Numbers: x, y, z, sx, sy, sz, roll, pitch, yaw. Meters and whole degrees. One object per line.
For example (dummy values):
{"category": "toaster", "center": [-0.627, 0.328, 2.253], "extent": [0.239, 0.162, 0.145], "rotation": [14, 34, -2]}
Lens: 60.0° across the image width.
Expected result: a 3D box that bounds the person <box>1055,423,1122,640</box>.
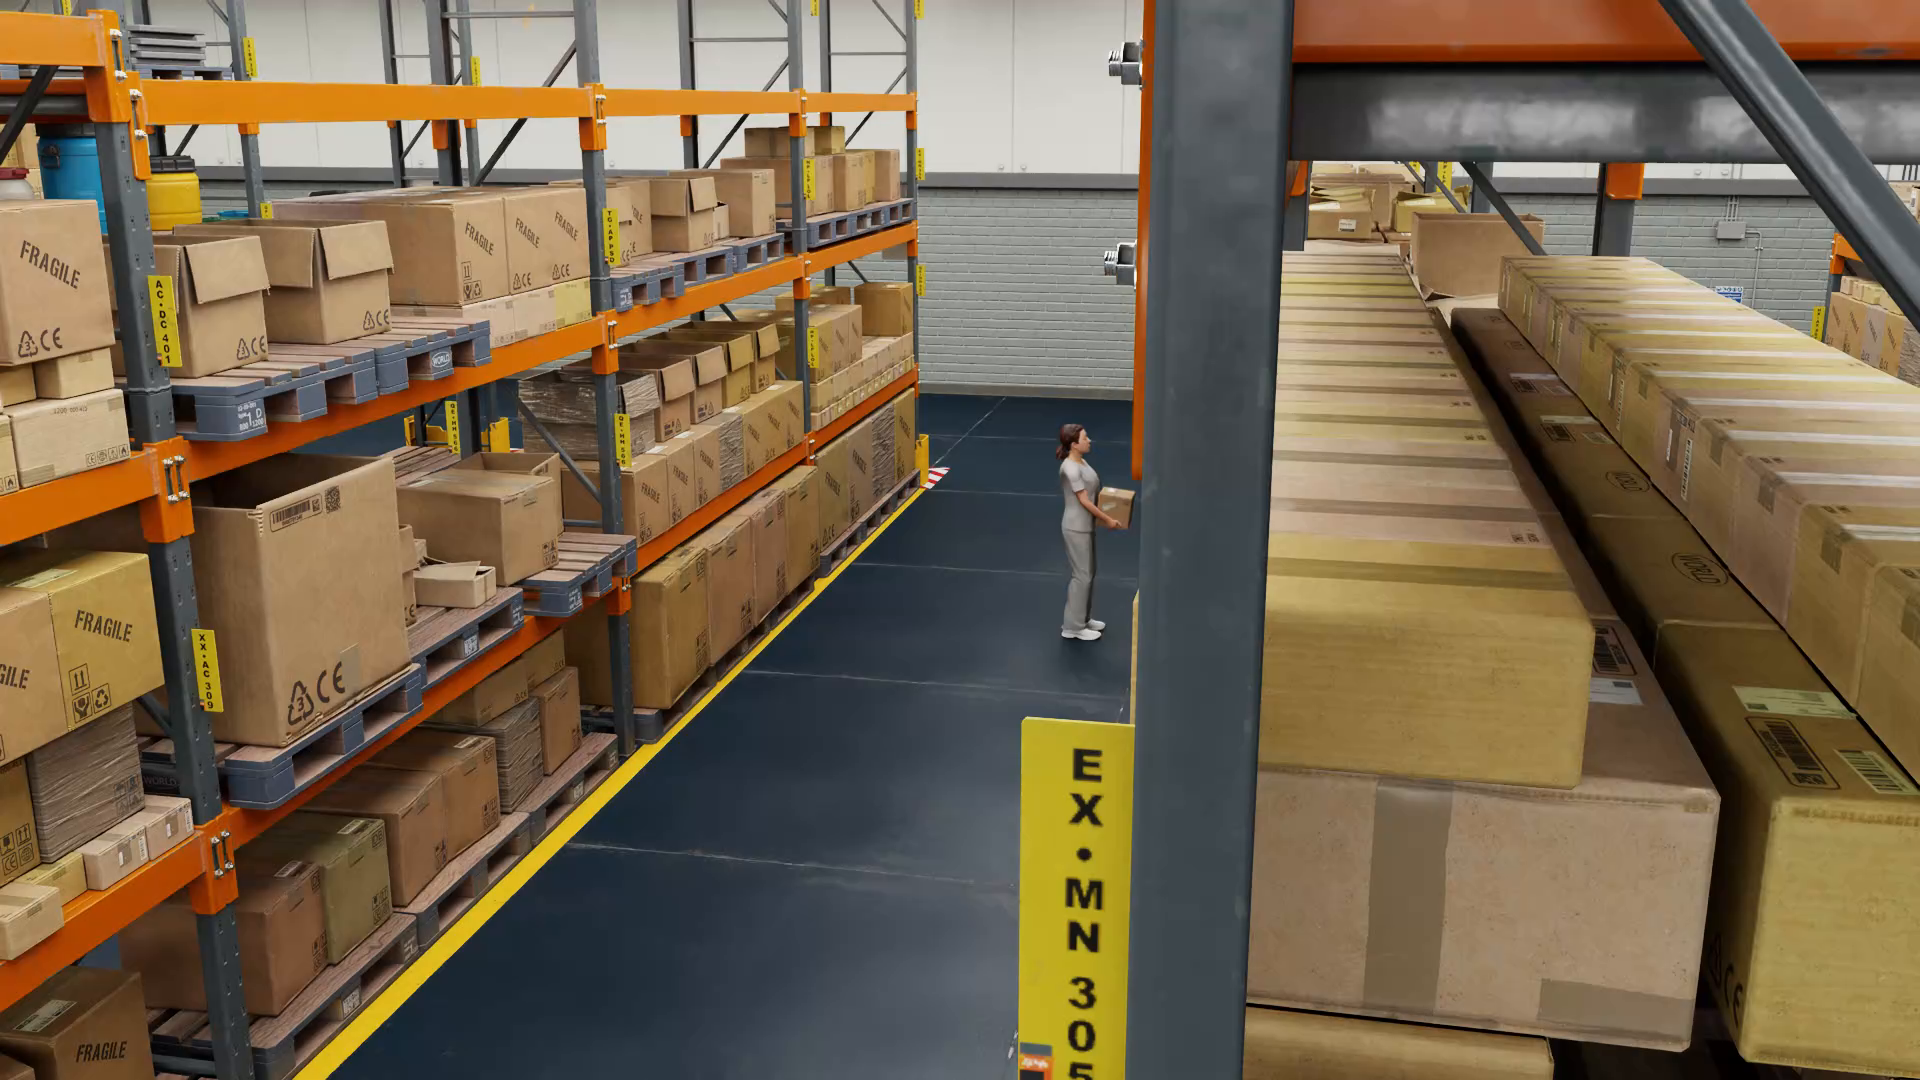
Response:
{"category": "person", "center": [0.997, -0.063, 12.819], "extent": [0.540, 1.641, 0.438], "rotation": [3, 15, 11]}
